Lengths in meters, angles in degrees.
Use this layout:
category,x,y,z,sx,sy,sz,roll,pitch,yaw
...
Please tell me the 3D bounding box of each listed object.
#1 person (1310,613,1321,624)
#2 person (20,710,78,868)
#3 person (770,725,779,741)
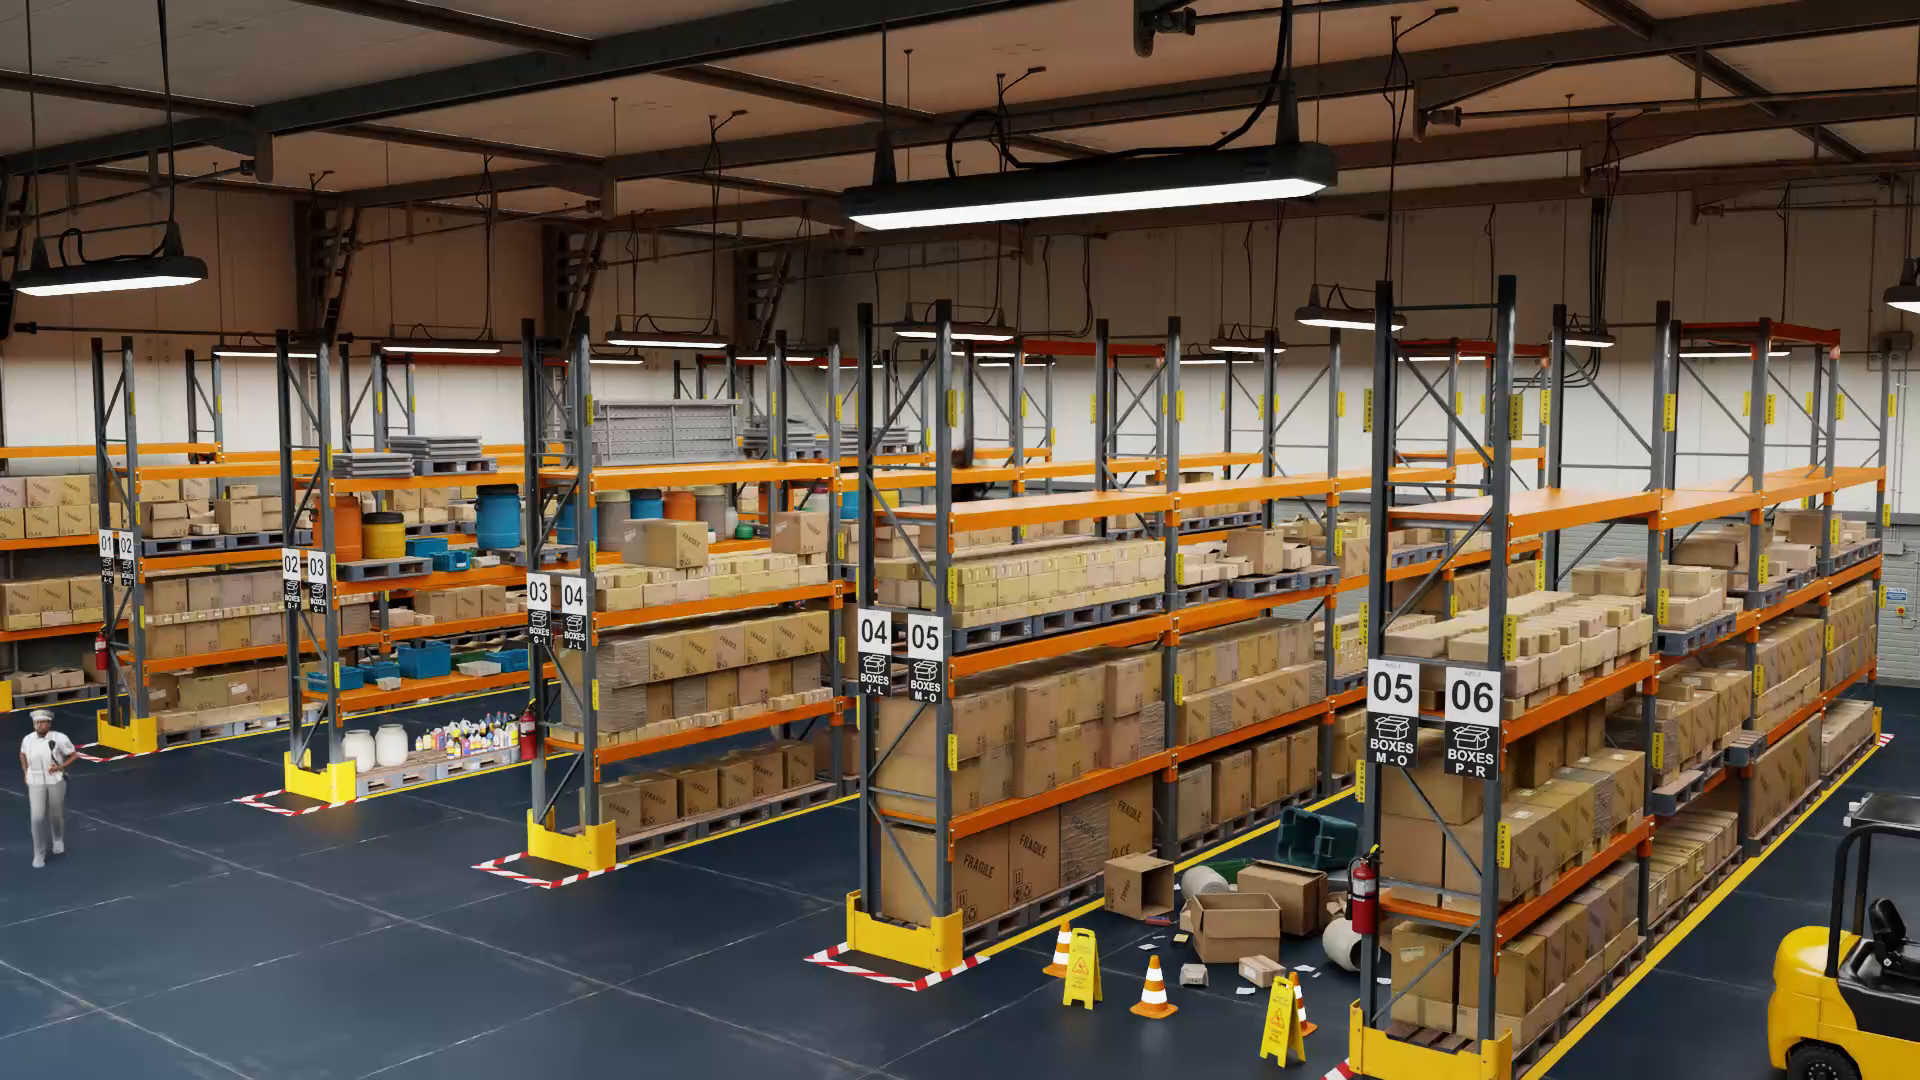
category,x,y,z,sx,sy,sz,roll,pitch,yaw
person,5.566,2.013,26.200,0.687,1.715,0.661,4,6,39
person,-10.106,2.731,18.465,0.601,1.773,0.678,-2,5,-19
person,-2.555,2.262,23.190,0.636,1.772,0.626,3,6,35
